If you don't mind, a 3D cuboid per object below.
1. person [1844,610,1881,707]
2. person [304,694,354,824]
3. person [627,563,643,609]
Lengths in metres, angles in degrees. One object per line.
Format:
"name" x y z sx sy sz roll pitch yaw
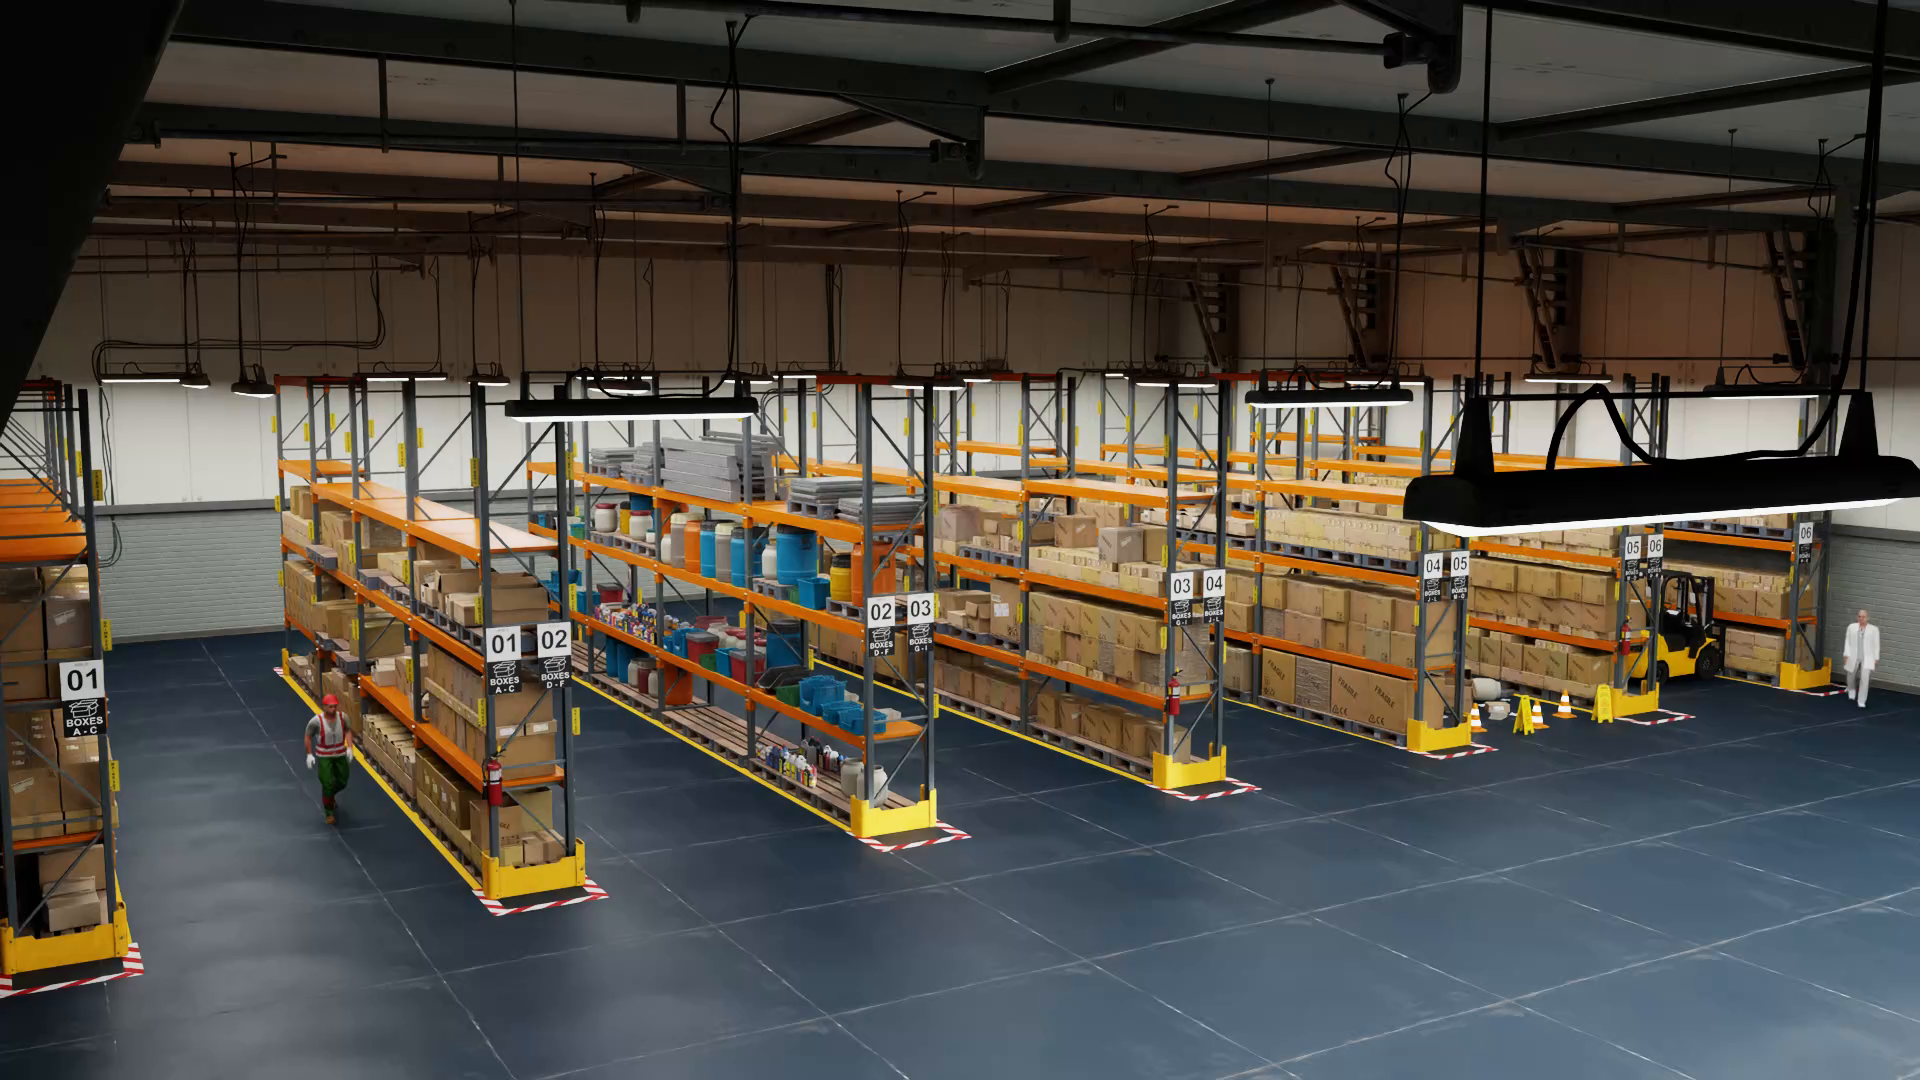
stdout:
"person" 16.437 2.136 30.310 0.578 1.745 0.990 3 7 28
"person" -8.696 2.963 22.871 0.627 1.765 0.705 -5 8 -40
"person" -7.692 1.258 39.160 0.448 1.625 0.429 -3 7 -29
